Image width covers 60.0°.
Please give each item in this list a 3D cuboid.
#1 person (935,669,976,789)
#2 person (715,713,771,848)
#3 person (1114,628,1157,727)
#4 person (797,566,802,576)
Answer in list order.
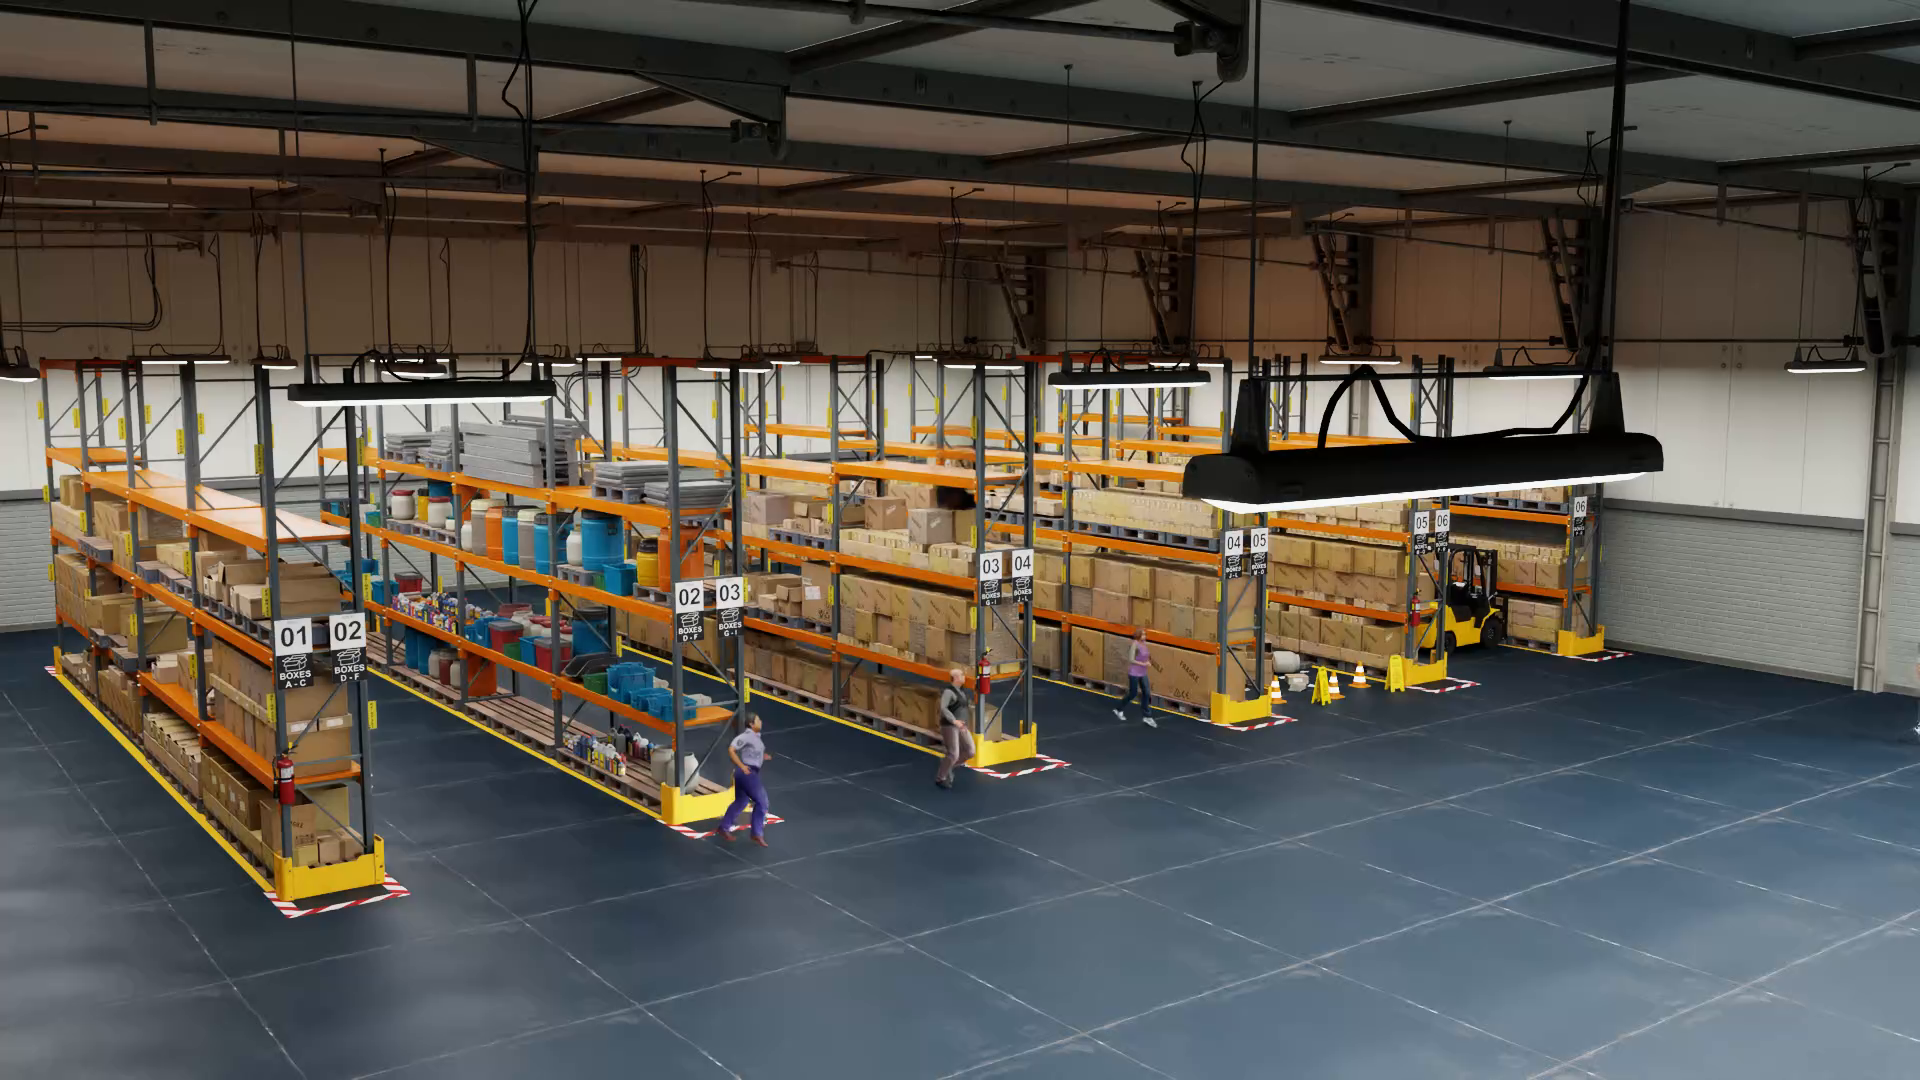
[{"bbox_3d":[-0.026,2.668,23.713,0.528,1.664,0.714,4,8,28],"label":"person"},{"bbox_3d":[-2.739,3.019,20.999,0.718,1.699,0.613,0,7,-4],"label":"person"},{"bbox_3d":[2.910,2.246,27.449,0.763,1.628,0.557,5,9,37],"label":"person"},{"bbox_3d":[-3.941,0.536,41.747,0.739,1.635,0.622,5,9,36],"label":"person"}]
